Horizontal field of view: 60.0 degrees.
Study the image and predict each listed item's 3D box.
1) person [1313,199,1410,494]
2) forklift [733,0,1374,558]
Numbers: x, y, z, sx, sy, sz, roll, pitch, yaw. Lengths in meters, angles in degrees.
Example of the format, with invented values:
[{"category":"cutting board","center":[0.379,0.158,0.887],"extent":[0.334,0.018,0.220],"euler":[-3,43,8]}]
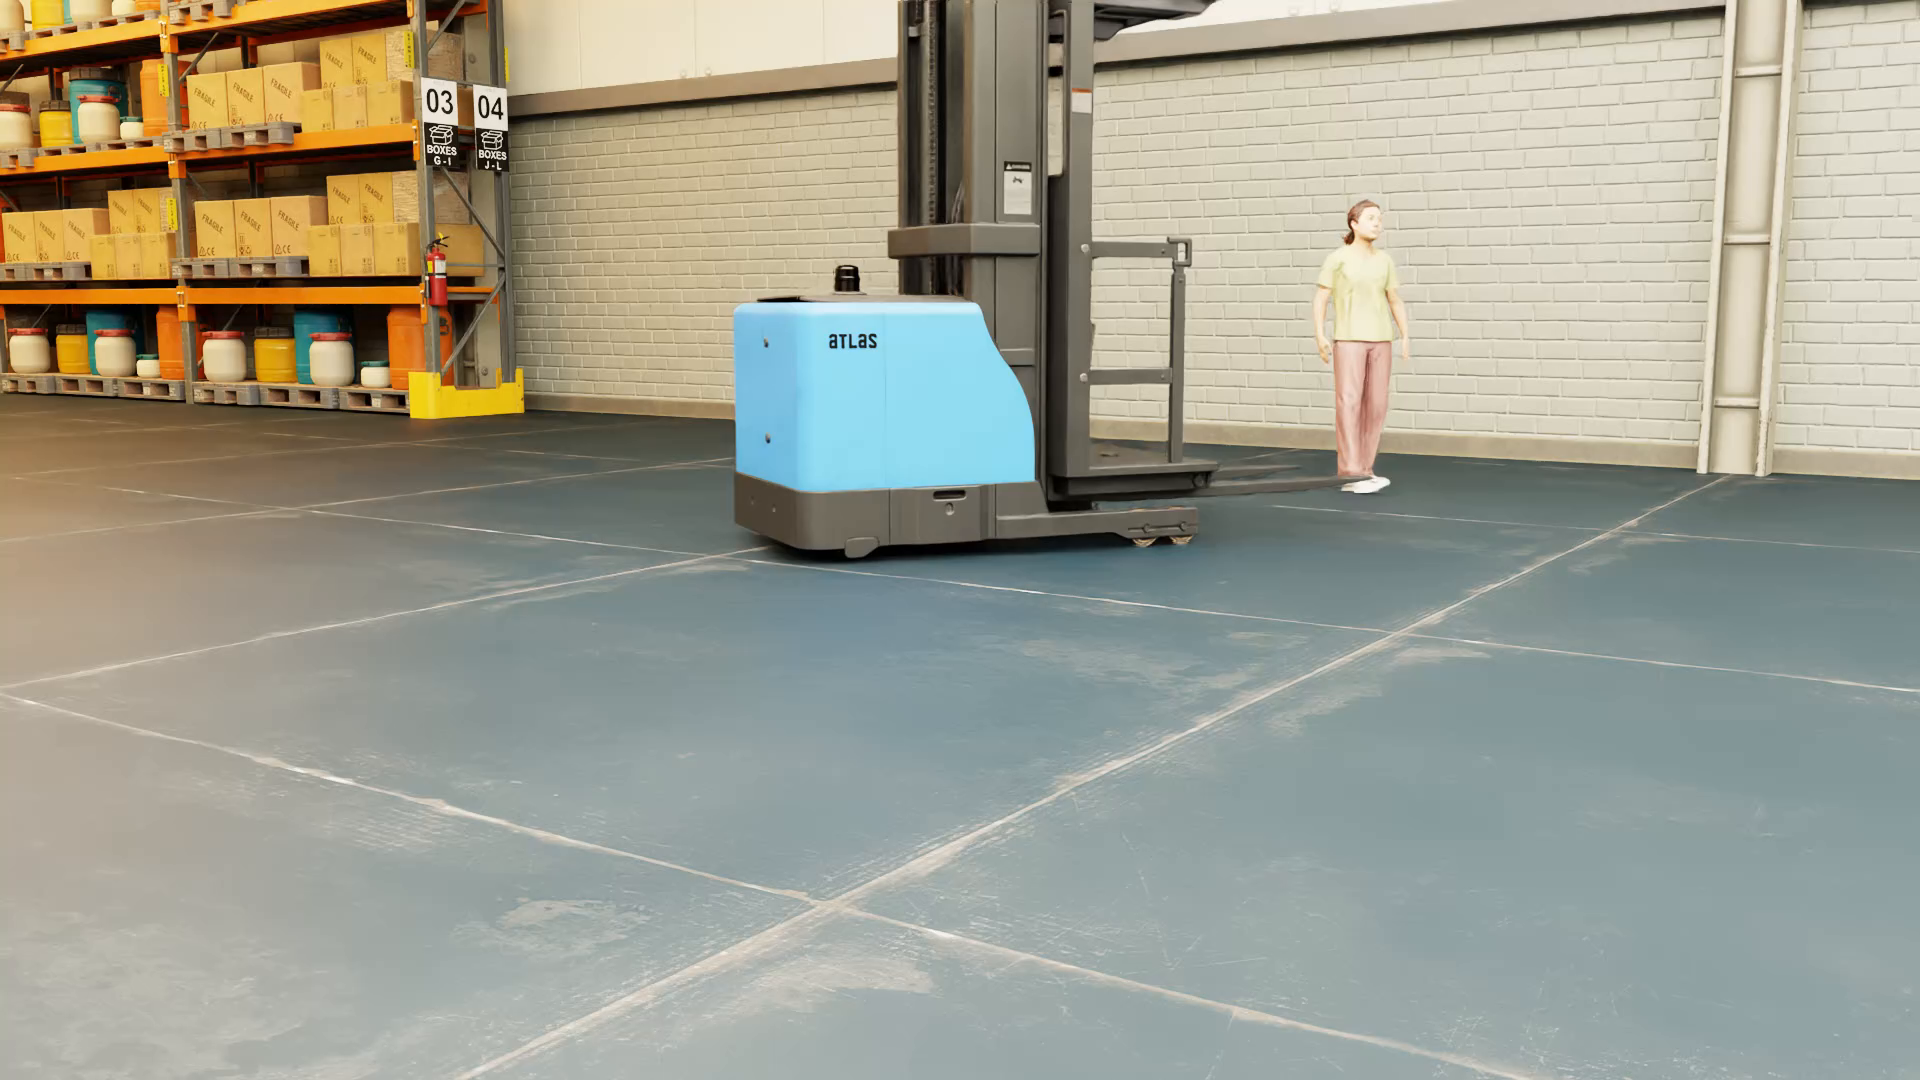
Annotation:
[{"category":"person","center":[2.347,-1.112,9.538],"extent":[0.557,1.668,0.620],"euler":[-1,8,-10]},{"category":"forklift","center":[0.522,-1.490,7.667],"extent":[3.031,2.935,1.130],"euler":[-4,9,-24]}]
